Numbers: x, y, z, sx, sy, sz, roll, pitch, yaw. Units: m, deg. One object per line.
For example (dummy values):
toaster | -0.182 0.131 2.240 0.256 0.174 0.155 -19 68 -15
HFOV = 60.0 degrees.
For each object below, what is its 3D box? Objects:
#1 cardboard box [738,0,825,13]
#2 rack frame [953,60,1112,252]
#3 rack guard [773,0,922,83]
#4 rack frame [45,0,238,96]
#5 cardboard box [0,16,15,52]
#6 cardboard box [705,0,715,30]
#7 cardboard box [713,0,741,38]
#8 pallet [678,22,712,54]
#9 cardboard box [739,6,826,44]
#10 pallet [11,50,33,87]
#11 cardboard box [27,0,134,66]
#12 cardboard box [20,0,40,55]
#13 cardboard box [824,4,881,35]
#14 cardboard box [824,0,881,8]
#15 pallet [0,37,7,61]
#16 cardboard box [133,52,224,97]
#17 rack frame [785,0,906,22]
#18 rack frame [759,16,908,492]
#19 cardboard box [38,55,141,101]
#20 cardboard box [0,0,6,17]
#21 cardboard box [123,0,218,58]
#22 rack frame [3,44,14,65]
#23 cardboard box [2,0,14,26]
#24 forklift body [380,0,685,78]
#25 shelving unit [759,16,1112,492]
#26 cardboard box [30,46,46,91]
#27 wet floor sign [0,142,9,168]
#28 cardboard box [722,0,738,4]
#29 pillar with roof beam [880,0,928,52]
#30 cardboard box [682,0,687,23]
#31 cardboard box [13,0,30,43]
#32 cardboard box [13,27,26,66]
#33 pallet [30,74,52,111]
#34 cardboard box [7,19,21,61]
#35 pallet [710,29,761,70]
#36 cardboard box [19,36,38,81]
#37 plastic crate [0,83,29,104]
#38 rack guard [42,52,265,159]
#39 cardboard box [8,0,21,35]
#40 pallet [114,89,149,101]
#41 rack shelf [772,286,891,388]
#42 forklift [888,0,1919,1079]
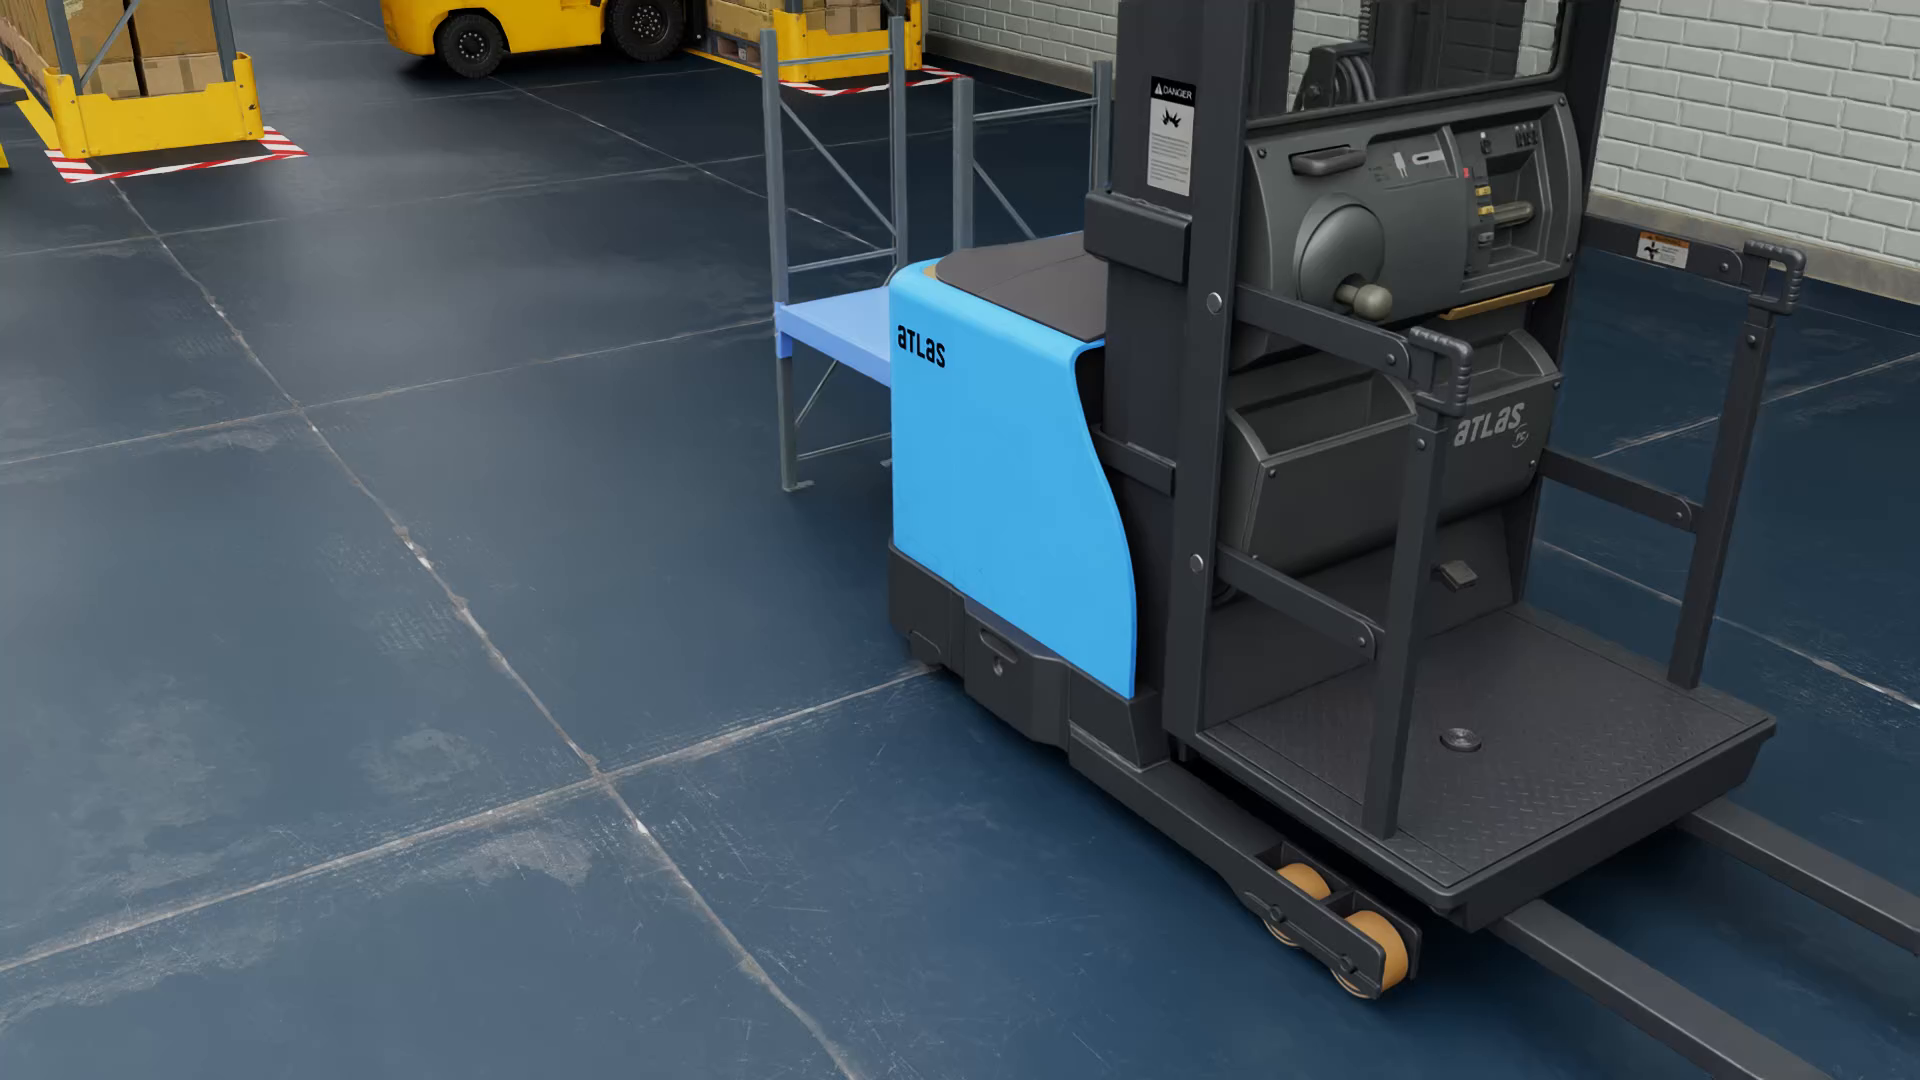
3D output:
cardboard box | -1.398 -4.287 12.961 0.500 0.250 0.500 -16 30 -30
rack frame | 0.195 -0.549 4.656 0.500 1.500 0.032 -17 30 -31
rack guard | -0.858 -3.874 12.871 1.175 0.500 0.348 -16 29 -30
rack frame | -5.027 -3.855 9.903 1.000 3.000 0.127 -16 29 -30
cardboard box | -7.115 -3.958 12.851 0.500 0.250 0.500 -17 30 -32
cardboard box | -1.921 -4.415 13.818 0.500 0.250 0.500 -15 29 -29
cardboard box | -1.655 -4.234 13.435 0.500 0.250 0.500 -16 29 -30
pallet | -1.985 -4.452 14.433 1.003 0.211 1.213 -16 29 -30
cardboard box | -1.392 -4.054 13.053 0.500 0.250 0.500 -15 29 -29
pallet | -6.815 -3.793 13.037 1.003 0.211 1.213 -16 29 -30
cardboard box | -5.683 -3.367 10.718 0.500 0.500 0.500 -15 29 -29
cardboard box | -5.971 -3.552 11.112 0.500 0.500 0.500 -14 29 -28
cardboard box | -0.975 -4.181 13.322 0.500 0.250 0.500 -15 29 -29
cardboard box | -0.953 -4.402 13.205 0.500 0.250 0.500 -15 29 -29
pallet | -7.637 -4.303 14.118 1.003 0.211 1.213 -16 29 -30
cardboard box | -5.236 -3.155 11.148 0.500 0.250 0.500 -16 30 -30
rack frame | -0.871 -5.013 12.356 1.000 3.000 0.127 -16 29 -30
rack frame | -0.387 -0.905 5.410 0.500 1.500 0.032 -17 30 -31
cardboard box | -5.707 -3.037 10.898 0.500 0.250 0.500 -16 29 -30
cardboard box | -7.115 -4.298 12.690 0.500 0.500 0.500 -14 29 -27
cardboard box | -5.250 -3.502 11.006 0.500 0.500 0.500 -17 30 -31
rack frame | -7.211 -5.286 12.934 1.000 3.000 0.127 -16 29 -30
cardboard box | -6.813 -4.109 12.291 0.500 0.500 0.500 -14 29 -28
forklift body | -3.434 -4.883 13.073 2.313 2.155 1.214 -16 29 -30
shelving unit | -0.096 -0.727 5.033 0.538 1.500 1.048 -17 30 -31
cardboard box | -5.970 -3.215 11.276 0.500 0.250 0.500 -15 29 -29
wet floor sign | -5.820 -2.473 9.733 0.267 0.644 0.232 -6 26 -12
cardboard box | -1.663 -4.469 13.346 0.500 0.250 0.500 -16 30 -30
pillar with roof beam | -4.103 -7.182 9.923 9.100 9.000 0.400 -16 29 -30
cardboard box | -2.223 -4.596 14.201 0.500 0.250 0.500 -15 29 -28
cardboard box | -6.241 -3.735 11.498 0.500 0.500 0.500 -16 30 -31
cardboard box | -6.523 -3.581 12.051 0.500 0.250 0.500 -16 30 -30
pallet | -6.145 -3.356 12.112 1.003 0.211 1.213 -16 29 -30
cardboard box | -6.814 -3.770 12.452 0.500 0.250 0.500 -14 29 -27
pallet | -1.323 -4.016 13.510 1.003 0.211 1.213 -16 29 -30
cardboard box | -6.261 -3.401 11.670 0.500 0.250 0.500 -17 30 -31
plastic crate | -7.041 -3.213 11.962 0.583 0.080 0.402 18 31 33
rack guard | -5.069 -2.752 10.494 1.175 0.500 0.348 -16 29 -30
cardboard box | -6.531 -3.923 11.897 0.500 0.500 0.500 -14 29 -27
pallet | -5.483 -2.920 11.189 1.003 0.211 1.213 -16 29 -30
rack shelf | -0.096 -0.564 5.110 0.538 0.185 1.000 -17 30 -31
forklift | 1.059 -0.649 3.192 1.130 2.935 3.031 -17 30 -31
